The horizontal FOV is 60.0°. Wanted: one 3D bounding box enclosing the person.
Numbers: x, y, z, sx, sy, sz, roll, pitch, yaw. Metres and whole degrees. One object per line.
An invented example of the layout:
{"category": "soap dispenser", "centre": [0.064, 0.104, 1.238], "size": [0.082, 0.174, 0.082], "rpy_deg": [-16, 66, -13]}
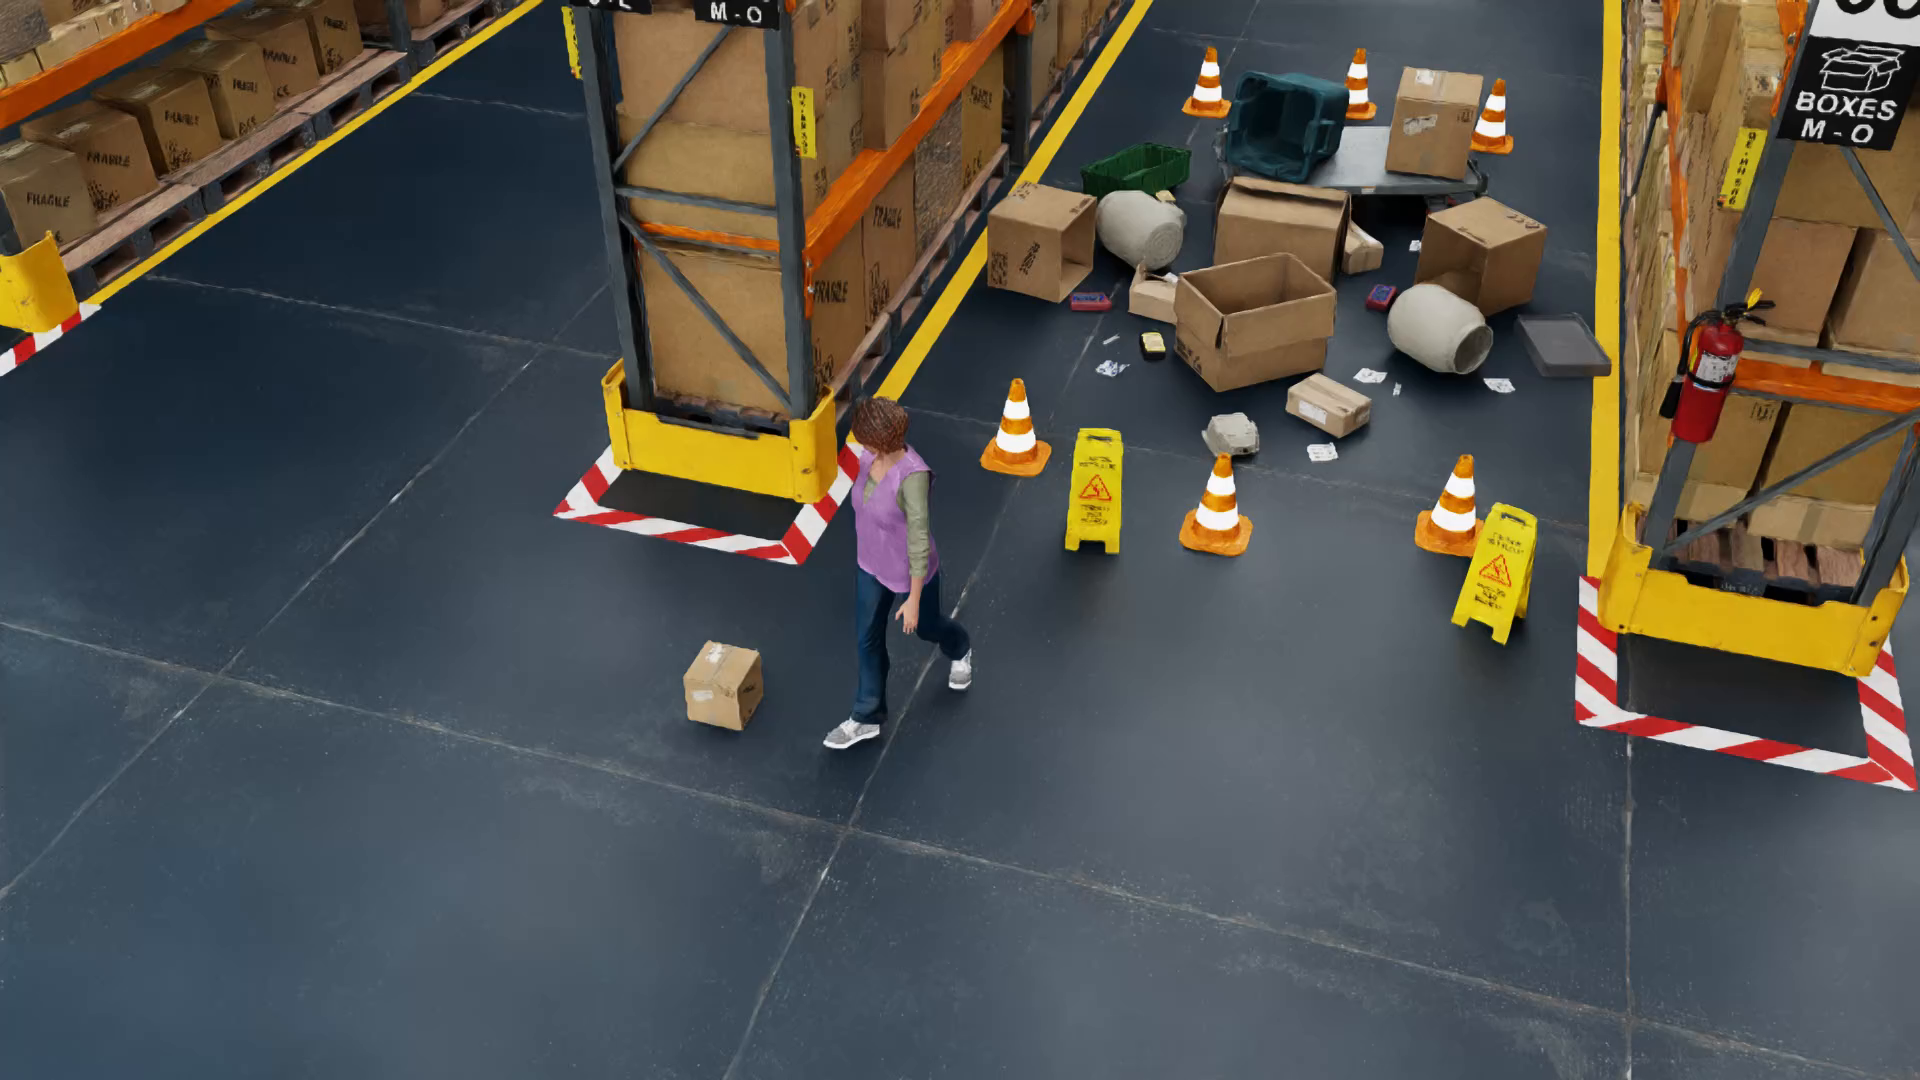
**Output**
{"category": "person", "centre": [-0.198, 0.150, 6.827], "size": [0.457, 1.295, 0.680], "rpy_deg": [30, 47, 33]}
